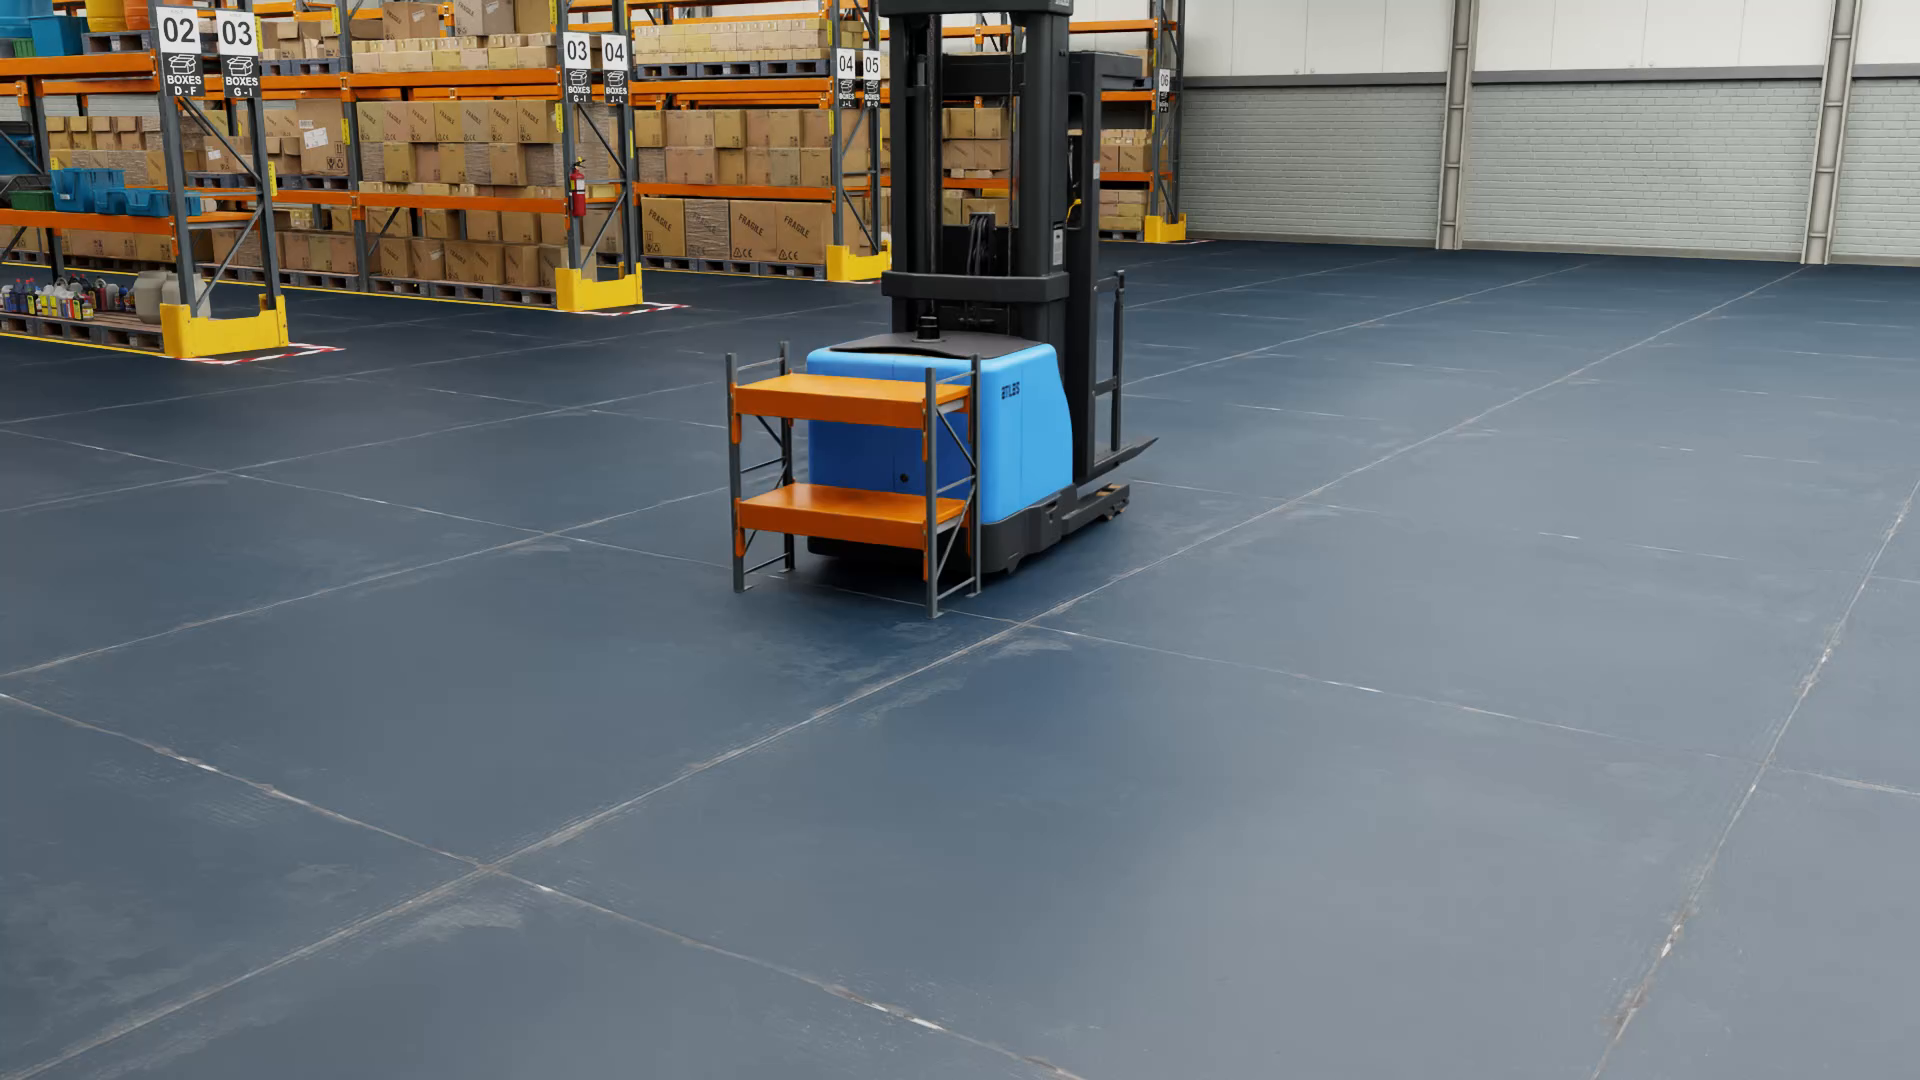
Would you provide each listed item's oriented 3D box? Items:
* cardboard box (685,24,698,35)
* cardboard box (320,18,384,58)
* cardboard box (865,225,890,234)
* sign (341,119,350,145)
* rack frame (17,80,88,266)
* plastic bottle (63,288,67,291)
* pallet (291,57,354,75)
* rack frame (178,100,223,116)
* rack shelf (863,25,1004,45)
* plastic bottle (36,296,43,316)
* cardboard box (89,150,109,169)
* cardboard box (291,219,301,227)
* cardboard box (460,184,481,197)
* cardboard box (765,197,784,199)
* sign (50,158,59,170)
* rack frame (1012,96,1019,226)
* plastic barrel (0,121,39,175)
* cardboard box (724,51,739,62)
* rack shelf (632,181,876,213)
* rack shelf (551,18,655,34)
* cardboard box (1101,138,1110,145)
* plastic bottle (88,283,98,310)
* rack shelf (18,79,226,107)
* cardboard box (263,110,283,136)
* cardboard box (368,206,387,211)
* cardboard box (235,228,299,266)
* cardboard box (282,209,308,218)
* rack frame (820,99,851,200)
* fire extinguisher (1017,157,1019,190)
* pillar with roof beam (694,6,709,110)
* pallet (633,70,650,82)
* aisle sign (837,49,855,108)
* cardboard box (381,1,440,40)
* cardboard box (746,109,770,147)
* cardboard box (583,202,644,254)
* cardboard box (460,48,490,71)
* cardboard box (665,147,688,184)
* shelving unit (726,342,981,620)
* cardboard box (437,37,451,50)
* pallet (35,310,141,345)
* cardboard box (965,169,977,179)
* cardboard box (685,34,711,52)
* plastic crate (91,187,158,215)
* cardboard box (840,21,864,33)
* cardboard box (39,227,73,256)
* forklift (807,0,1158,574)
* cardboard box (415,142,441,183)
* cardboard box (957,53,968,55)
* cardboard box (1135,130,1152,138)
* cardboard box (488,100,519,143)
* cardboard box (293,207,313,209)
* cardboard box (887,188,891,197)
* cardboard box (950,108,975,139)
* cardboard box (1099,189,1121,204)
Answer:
[{"bbox_3d":[-3.845,-7.537,24.568,0.250,0.149,0.380,9,17,33],"label":"cardboard box"},{"bbox_3d":[-7.991,-6.634,22.049,0.637,0.503,0.797,8,16,30],"label":"cardboard box"},{"bbox_3d":[-1.337,-5.484,29.583,0.500,0.250,0.500,10,17,36],"label":"cardboard box"},{"bbox_3d":[-7.963,-5.292,21.550,0.005,0.325,0.100,9,17,33],"label":"sign"},{"bbox_3d":[-14.294,-5.914,26.472,0.127,3.000,1.000,9,17,33],"label":"rack frame"},{"bbox_3d":[-9.411,-2.505,17.452,0.135,0.276,0.152,9,17,33],"label":"plastic bottle"},{"bbox_3d":[-8.109,-6.310,22.221,1.003,0.211,1.213,9,17,33],"label":"pallet"},{"bbox_3d":[-14.761,-7.426,32.580,0.127,3.000,1.000,9,17,33],"label":"rack frame"},{"bbox_3d":[-1.018,-10.444,34.618,4.000,0.370,1.077,9,17,33],"label":"rack shelf"},{"bbox_3d":[-9.604,-2.450,17.386,0.097,0.201,0.097,0,14,0],"label":"plastic bottle"},{"bbox_3d":[-12.788,-5.649,25.191,0.500,0.500,0.500,10,17,34],"label":"cardboard box"},{"bbox_3d":[-12.113,-5.867,30.720,0.250,0.149,0.380,8,16,30],"label":"cardboard box"},{"bbox_3d":[-5.992,-4.360,20.718,0.250,0.149,0.380,9,17,33],"label":"cardboard box"},{"bbox_3d":[-3.993,-7.487,37.154,0.500,0.500,0.500,10,17,35],"label":"cardboard box"},{"bbox_3d":[-10.104,-4.096,18.553,0.005,0.325,0.100,9,17,33],"label":"sign"},{"bbox_3d":[1.194,-6.281,27.953,0.127,3.000,1.000,9,17,33],"label":"rack frame"},{"bbox_3d":[-10.572,-4.209,18.542,0.708,0.901,0.600,9,17,33],"label":"plastic barrel"},{"bbox_3d":[-3.215,-7.048,24.253,0.250,0.149,0.380,9,17,33],"label":"cardboard box"},{"bbox_3d":[-3.145,-5.199,25.082,4.000,0.370,1.077,9,17,33],"label":"rack shelf"},{"bbox_3d":[-7.104,-9.991,32.784,4.000,0.370,1.077,9,17,33],"label":"rack shelf"},{"bbox_3d":[2.908,-7.736,32.273,0.250,0.149,0.380,9,17,32],"label":"cardboard box"},{"bbox_3d":[-9.334,-2.627,17.930,0.133,0.283,0.061,9,17,33],"label":"plastic bottle"},{"bbox_3d":[-12.635,-6.753,25.115,4.000,0.370,1.077,9,17,33],"label":"rack shelf"},{"bbox_3d":[-12.415,-7.645,30.557,0.500,0.500,0.500,9,16,31],"label":"cardboard box"},{"bbox_3d":[-10.113,-5.952,29.393,0.500,0.250,0.500,10,17,35],"label":"cardboard box"},{"bbox_3d":[-9.941,-4.220,23.916,0.500,0.500,0.700,8,16,28],"label":"cardboard box"},{"bbox_3d":[-12.327,-6.053,30.852,0.250,0.149,0.380,9,17,32],"label":"cardboard box"},{"bbox_3d":[-2.677,-8.344,36.287,0.127,3.000,1.000,9,17,33],"label":"rack frame"},{"bbox_3d":[1.032,-6.136,27.529,0.183,0.674,0.296,9,17,33],"label":"fire extinguisher"},{"bbox_3d":[-8.474,-11.207,35.369,0.400,9.000,9.100,9,17,33],"label":"pillar with roof beam"},{"bbox_3d":[-5.592,-7.293,26.198,1.217,0.209,0.805,8,16,31],"label":"pallet"},{"bbox_3d":[-1.594,-6.473,23.319,0.004,0.787,0.394,9,17,33],"label":"aisle sign"},{"bbox_3d":[-7.140,-6.724,21.632,0.500,0.500,0.500,9,16,31],"label":"cardboard box"},{"bbox_3d":[-2.668,-6.092,24.633,0.550,0.550,0.875,9,17,33],"label":"cardboard box"},{"bbox_3d":[-5.369,-4.994,26.562,0.750,0.750,1.050,9,17,33],"label":"cardboard box"},{"bbox_3d":[-5.715,-5.839,20.238,0.500,0.250,0.500,10,17,34],"label":"cardboard box"},{"bbox_3d":[-4.022,-5.773,25.591,0.550,0.550,0.875,9,17,33],"label":"cardboard box"},{"bbox_3d":[-0.485,-0.298,7.685,1.048,1.125,0.538,7,15,25],"label":"shelving unit"},{"bbox_3d":[-6.223,-6.118,20.536,0.250,0.149,0.380,10,17,34],"label":"cardboard box"},{"bbox_3d":[-8.870,-2.238,17.426,1.213,0.211,1.003,9,17,33],"label":"pallet"},{"bbox_3d":[0.291,-6.217,28.218,0.250,0.149,0.380,9,16,32],"label":"cardboard box"},{"bbox_3d":[-3.716,-7.340,24.602,0.500,0.250,0.500,9,16,32],"label":"cardboard box"},{"bbox_3d":[-8.219,-3.341,16.386,0.408,0.251,0.499,9,17,33],"label":"plastic crate"},{"bbox_3d":[-1.584,-7.362,23.860,0.250,0.149,0.380,9,17,33],"label":"cardboard box"},{"bbox_3d":[-13.752,-5.005,26.347,0.875,0.875,1.225,9,17,33],"label":"cardboard box"},{"bbox_3d":[0.316,-1.569,9.060,1.130,2.935,3.031,6,15,24],"label":"forklift"},{"bbox_3d":[-6.451,-4.841,21.308,0.500,0.500,0.875,9,17,33],"label":"cardboard box"},{"bbox_3d":[0.152,-8.106,27.946,0.250,0.149,0.380,9,17,33],"label":"cardboard box"},{"bbox_3d":[3.546,-7.785,31.852,0.250,0.149,0.380,9,17,33],"label":"cardboard box"},{"bbox_3d":[-5.349,-5.074,20.169,0.500,0.500,0.500,9,17,33],"label":"cardboard box"},{"bbox_3d":[-12.440,-6.240,31.608,0.250,0.149,0.380,10,17,34],"label":"cardboard box"},{"bbox_3d":[-1.064,-6.100,29.159,0.250,0.149,0.380,10,17,36],"label":"cardboard box"},{"bbox_3d":[0.232,-7.053,28.167,0.500,0.500,0.700,9,17,33],"label":"cardboard box"},{"bbox_3d":[2.978,-6.692,32.383,0.500,0.250,0.500,10,17,34],"label":"cardboard box"}]
